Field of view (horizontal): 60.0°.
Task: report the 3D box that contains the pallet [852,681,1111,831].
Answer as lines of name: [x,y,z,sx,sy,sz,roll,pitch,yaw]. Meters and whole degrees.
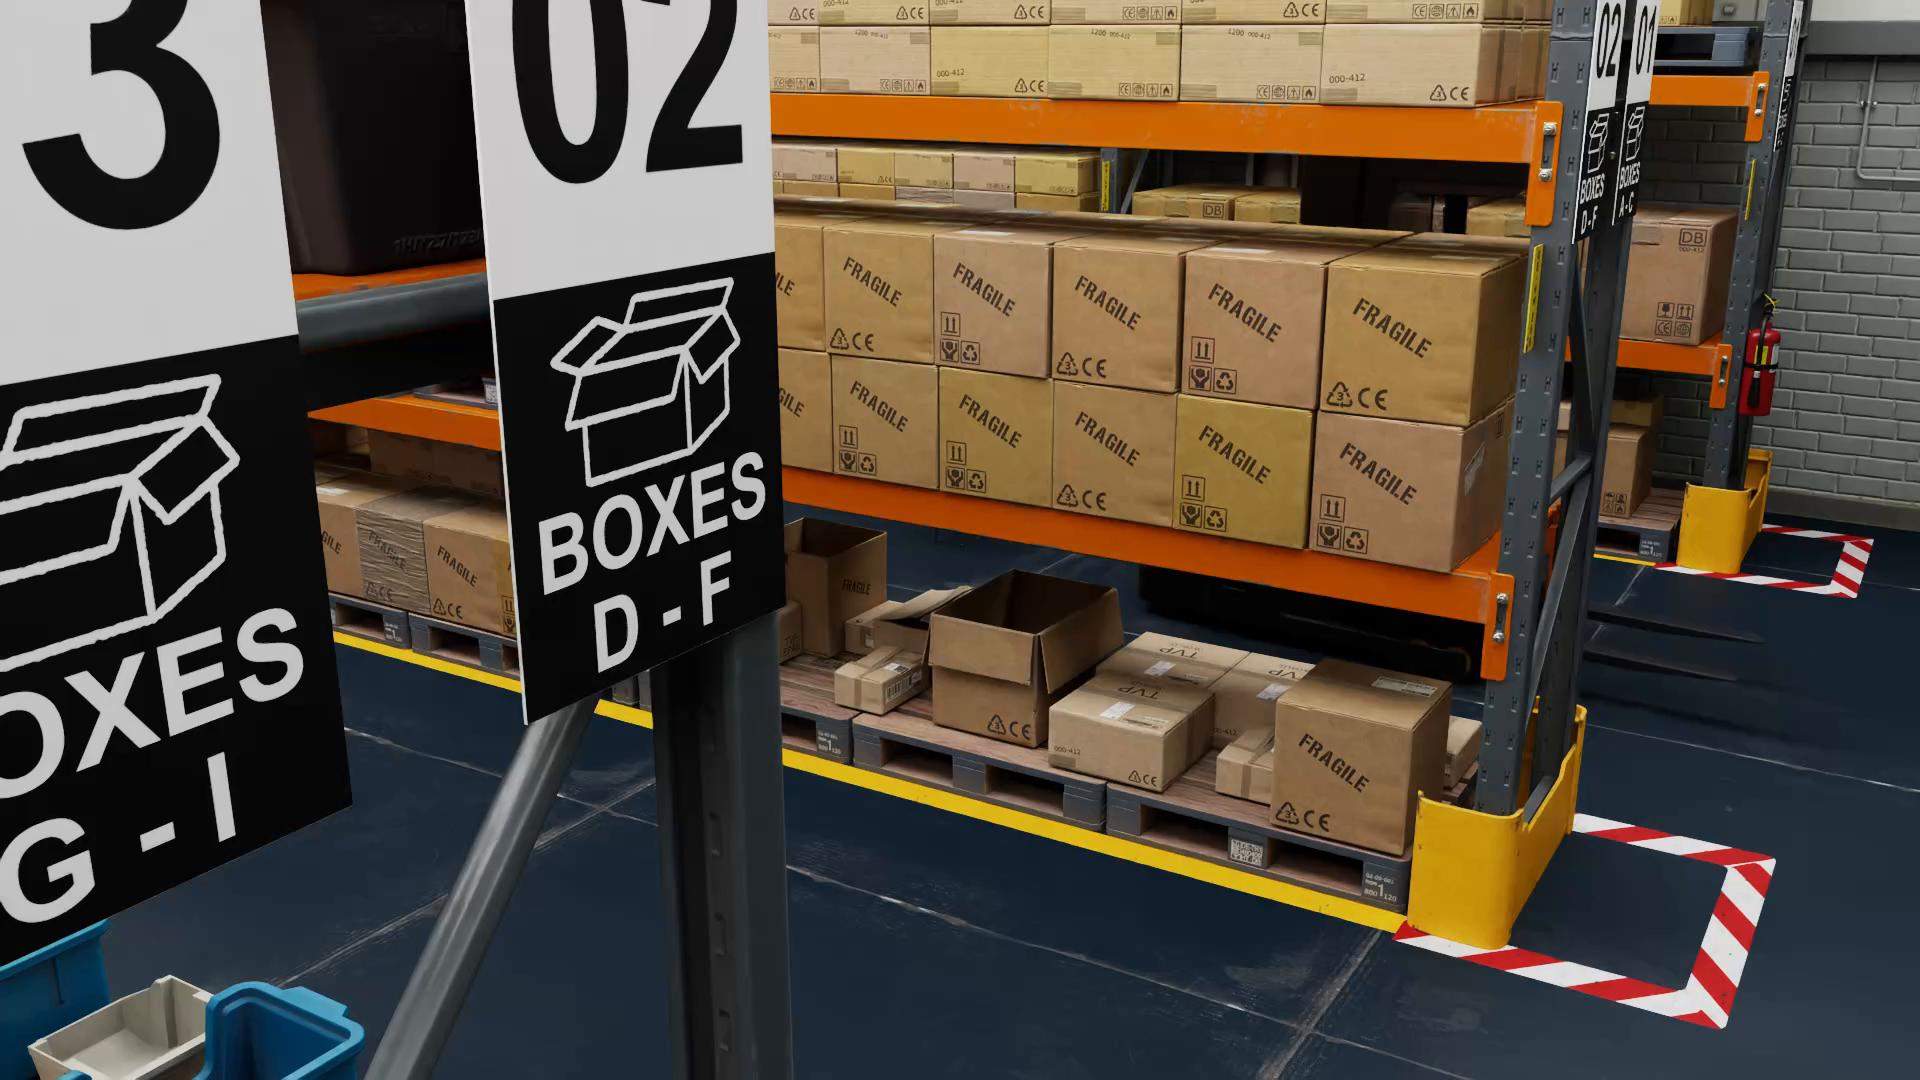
pallet: [0.300,0.842,7.248,1.213,0.211,1.003,10,20,30]

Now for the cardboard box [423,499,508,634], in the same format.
cardboard box: [-2.316,0.121,8.364,0.500,0.500,0.500,10,20,30]

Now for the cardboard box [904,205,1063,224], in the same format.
cardboard box: [0.105,-1.142,7.088,0.500,0.500,0.500,10,20,30]

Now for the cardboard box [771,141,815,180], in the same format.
cardboard box: [-1.438,-2.963,12.965,0.500,0.250,0.500,10,19,29]

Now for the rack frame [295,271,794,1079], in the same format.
rack frame: [-0.516,1.052,1.757,0.127,3.000,1.000,10,20,30]

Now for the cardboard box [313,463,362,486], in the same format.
cardboard box: [-3.625,-0.110,9.126,0.500,0.500,0.500,10,19,29]

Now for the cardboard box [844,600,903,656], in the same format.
cardboard box: [-0.344,0.429,7.955,0.250,0.149,0.380,10,20,30]

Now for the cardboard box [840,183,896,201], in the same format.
cardboard box: [-0.556,-2.446,12.555,0.500,0.500,0.500,11,20,32]

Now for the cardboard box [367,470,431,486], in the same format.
cardboard box: [-2.926,-0.164,9.305,0.500,0.500,0.500,9,19,28]

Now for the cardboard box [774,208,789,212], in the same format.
cardboard box: [-1.074,-1.168,7.172,0.500,0.500,0.500,11,20,31]

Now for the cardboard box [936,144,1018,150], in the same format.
cardboard box: [0.126,-2.856,12.614,0.500,0.250,0.500,9,19,28]

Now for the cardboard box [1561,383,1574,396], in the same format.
cardboard box: [3.799,-0.906,10.665,0.250,0.149,0.380,10,20,30]

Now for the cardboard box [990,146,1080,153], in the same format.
cardboard box: [0.556,-2.781,12.367,0.500,0.250,0.500,10,20,31]

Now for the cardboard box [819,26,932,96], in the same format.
cardboard box: [-0.195,-1.857,6.432,0.500,0.250,0.500,10,20,30]

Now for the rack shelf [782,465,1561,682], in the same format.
rack shelf: [0.376,-0.134,6.900,4.000,0.370,1.077,10,20,30]

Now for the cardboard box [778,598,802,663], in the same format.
cardboard box: [-1.084,0.411,7.737,0.500,0.311,0.500,10,20,30]

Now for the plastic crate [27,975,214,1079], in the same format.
plastic crate: [-1.362,0.858,2.747,0.298,0.136,0.250,10,20,30]

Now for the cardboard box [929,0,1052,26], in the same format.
cardboard box: [0.229,-2.019,6.105,0.500,0.250,0.500,10,20,30]

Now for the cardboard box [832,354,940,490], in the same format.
cardboard box: [-0.174,-0.532,6.799,0.500,0.500,0.500,10,20,30]

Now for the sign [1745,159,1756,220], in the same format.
sign: [4.373,-1.937,9.197,0.005,0.325,0.100,10,20,30]

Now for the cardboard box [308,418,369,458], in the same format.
cardboard box: [-3.767,-0.673,9.689,0.500,0.250,0.500,11,20,32]

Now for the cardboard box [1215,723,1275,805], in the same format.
cardboard box: [1.190,0.865,6.490,0.250,0.166,0.380,10,20,30]

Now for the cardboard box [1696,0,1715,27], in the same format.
cardboard box: [4.175,-3.186,9.911,0.500,0.250,0.500,11,20,33]

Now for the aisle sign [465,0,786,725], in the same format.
aisle sign: [-0.299,-0.255,1.586,0.004,0.787,0.394,10,20,30]

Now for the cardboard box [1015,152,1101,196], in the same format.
cardboard box: [0.729,-2.576,11.694,0.500,0.250,0.500,11,20,31]

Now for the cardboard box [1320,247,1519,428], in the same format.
cardboard box: [1.557,-0.700,5.633,0.500,0.500,0.500,10,20,30]

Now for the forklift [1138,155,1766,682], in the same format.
forklift: [2.471,-0.887,8.259,3.031,2.935,1.130,12,20,34]

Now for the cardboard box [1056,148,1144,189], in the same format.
cardboard box: [1.005,-2.703,12.111,0.500,0.250,0.500,11,20,32]

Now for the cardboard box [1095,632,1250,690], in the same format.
cardboard box: [0.913,0.626,7.134,0.500,0.250,0.500,10,20,30]

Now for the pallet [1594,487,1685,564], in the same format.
pallet: [3.947,-0.170,10.577,1.213,0.211,1.003,10,20,30]

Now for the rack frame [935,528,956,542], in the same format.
rack frame: [-0.090,-0.590,10.260,0.006,1.200,0.240,10,20,30]

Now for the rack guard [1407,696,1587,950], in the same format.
rack guard: [2.015,1.010,6.195,0.348,0.500,1.175,10,20,30]

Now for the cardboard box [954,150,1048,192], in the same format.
cardboard box: [0.298,-2.657,11.957,0.500,0.250,0.500,11,20,31]

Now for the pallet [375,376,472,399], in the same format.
pallet: [-3.078,-1.005,8.858,1.213,0.211,1.003,10,20,30]

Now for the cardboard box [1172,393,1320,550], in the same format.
cardboard box: [1.112,-0.301,6.039,0.500,0.500,0.500,10,20,31]

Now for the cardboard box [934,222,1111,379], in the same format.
cardboard box: [0.244,-0.933,6.398,0.500,0.500,0.500,11,20,32]

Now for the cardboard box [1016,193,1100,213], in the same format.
cardboard box: [0.735,-2.218,11.803,0.500,0.500,0.500,10,19,29]

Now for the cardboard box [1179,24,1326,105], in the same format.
cardboard box: [1.084,-1.629,5.681,0.500,0.250,0.500,10,20,30]

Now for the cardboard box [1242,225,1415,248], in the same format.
cardboard box: [1.390,-0.911,6.327,0.500,0.500,0.500,10,20,31]

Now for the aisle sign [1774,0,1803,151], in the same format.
aisle sign: [4.573,-2.560,9.176,0.004,0.787,0.394,10,20,30]

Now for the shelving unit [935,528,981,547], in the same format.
shelving unit: [-0.012,-0.576,10.214,0.189,1.200,0.258,10,20,30]

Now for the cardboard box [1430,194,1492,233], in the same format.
cardboard box: [2.959,-1.846,10.783,0.700,0.700,0.980,9,19,27]

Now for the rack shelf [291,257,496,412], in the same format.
rack shelf: [-2.220,-0.343,2.427,4.000,0.370,1.077,10,20,30]

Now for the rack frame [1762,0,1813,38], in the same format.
rack frame: [4.669,-4.272,8.963,0.127,3.000,1.000,10,20,30]

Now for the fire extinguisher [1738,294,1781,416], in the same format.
fire extinguisher: [4.556,-1.049,9.449,0.183,0.674,0.296,10,20,30]

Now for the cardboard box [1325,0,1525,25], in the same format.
cardboard box: [1.509,-1.792,5.357,0.500,0.250,0.500,10,20,30]
